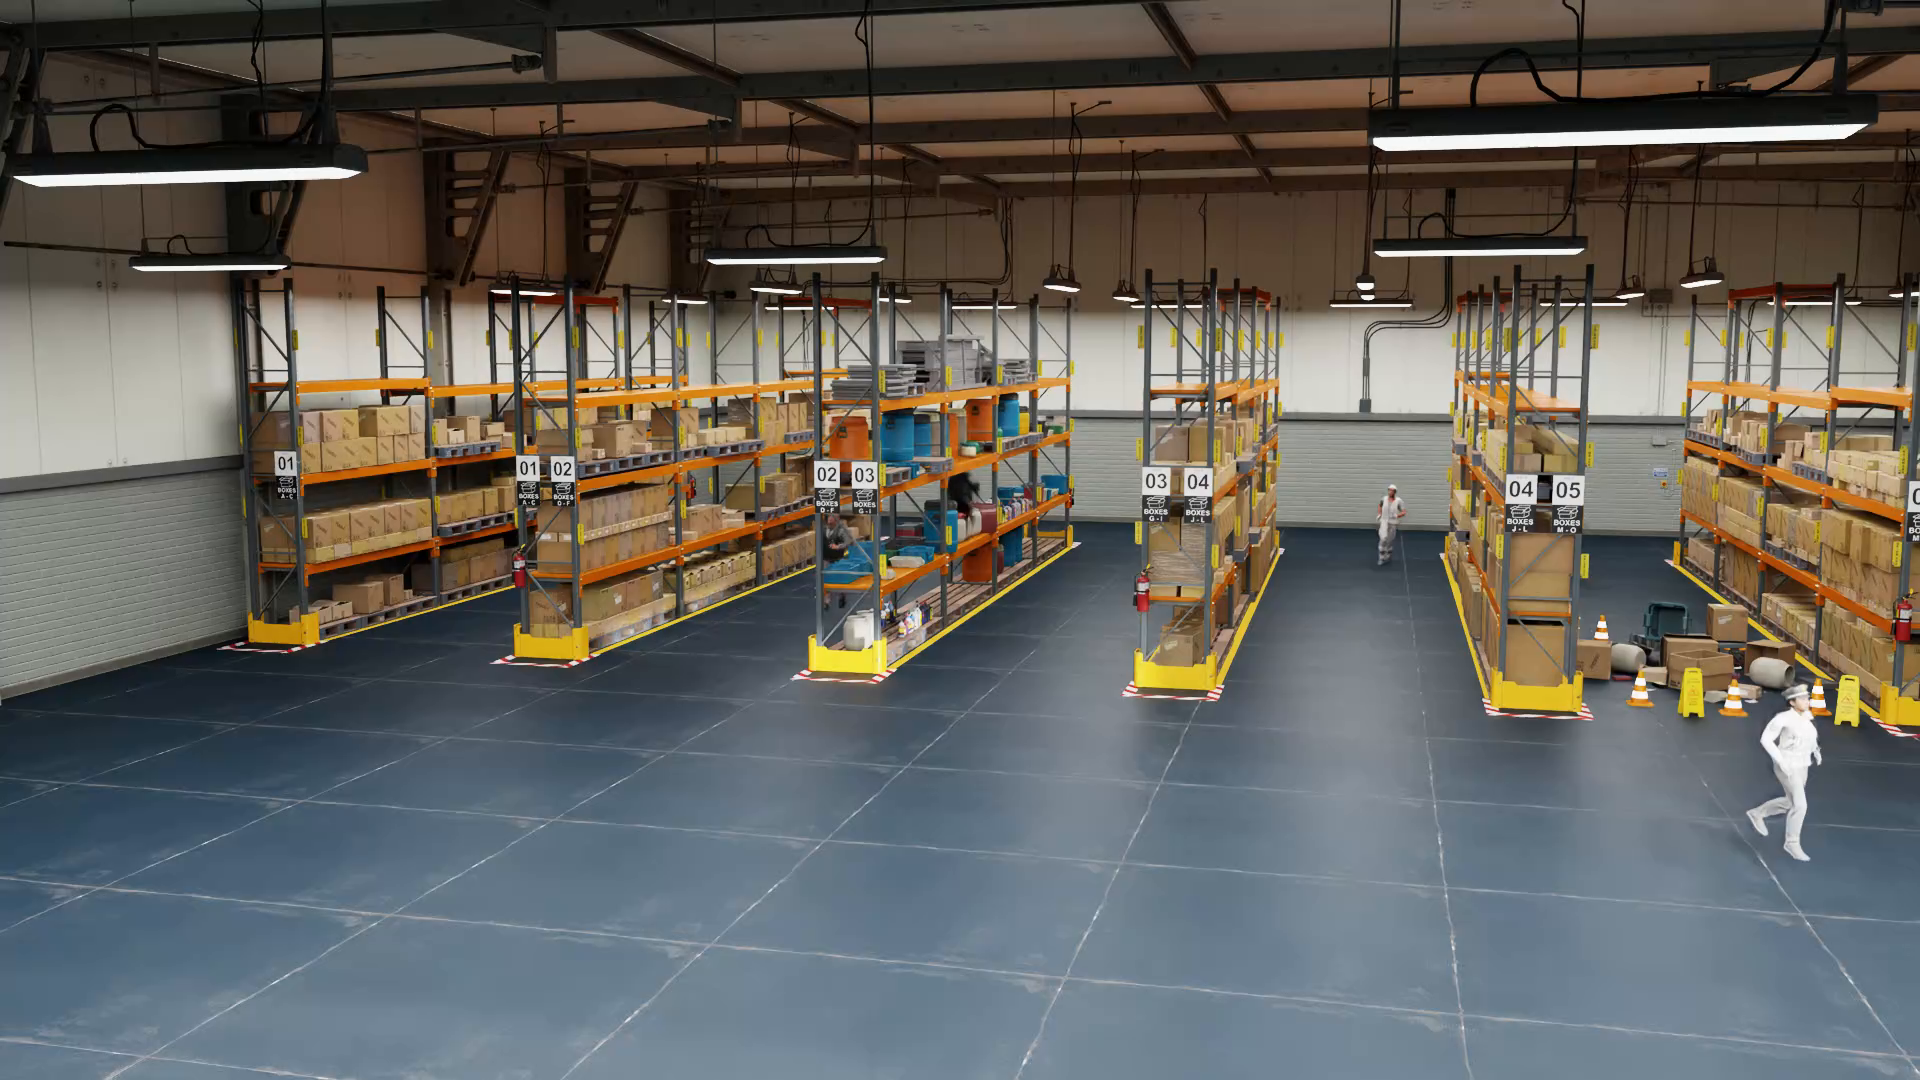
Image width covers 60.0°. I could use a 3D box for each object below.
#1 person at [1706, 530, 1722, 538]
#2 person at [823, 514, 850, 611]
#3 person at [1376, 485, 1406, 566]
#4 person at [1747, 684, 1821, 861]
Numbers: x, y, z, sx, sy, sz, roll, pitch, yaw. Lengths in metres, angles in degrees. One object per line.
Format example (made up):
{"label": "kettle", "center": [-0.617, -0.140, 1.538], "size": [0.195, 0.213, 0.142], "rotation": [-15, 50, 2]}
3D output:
{"label": "person", "center": [17.346, -0.346, 38.039], "size": [0.531, 1.571, 0.670], "rotation": [-6, 9, -40]}
{"label": "person", "center": [-2.258, 0.371, 29.226], "size": [0.668, 1.732, 0.834], "rotation": [2, 7, 13]}
{"label": "person", "center": [9.599, -0.351, 37.087], "size": [0.664, 1.771, 0.883], "rotation": [3, 7, 21]}
{"label": "person", "center": [8.100, 2.234, 16.317], "size": [0.622, 1.738, 0.689], "rotation": [-4, 8, -28]}
